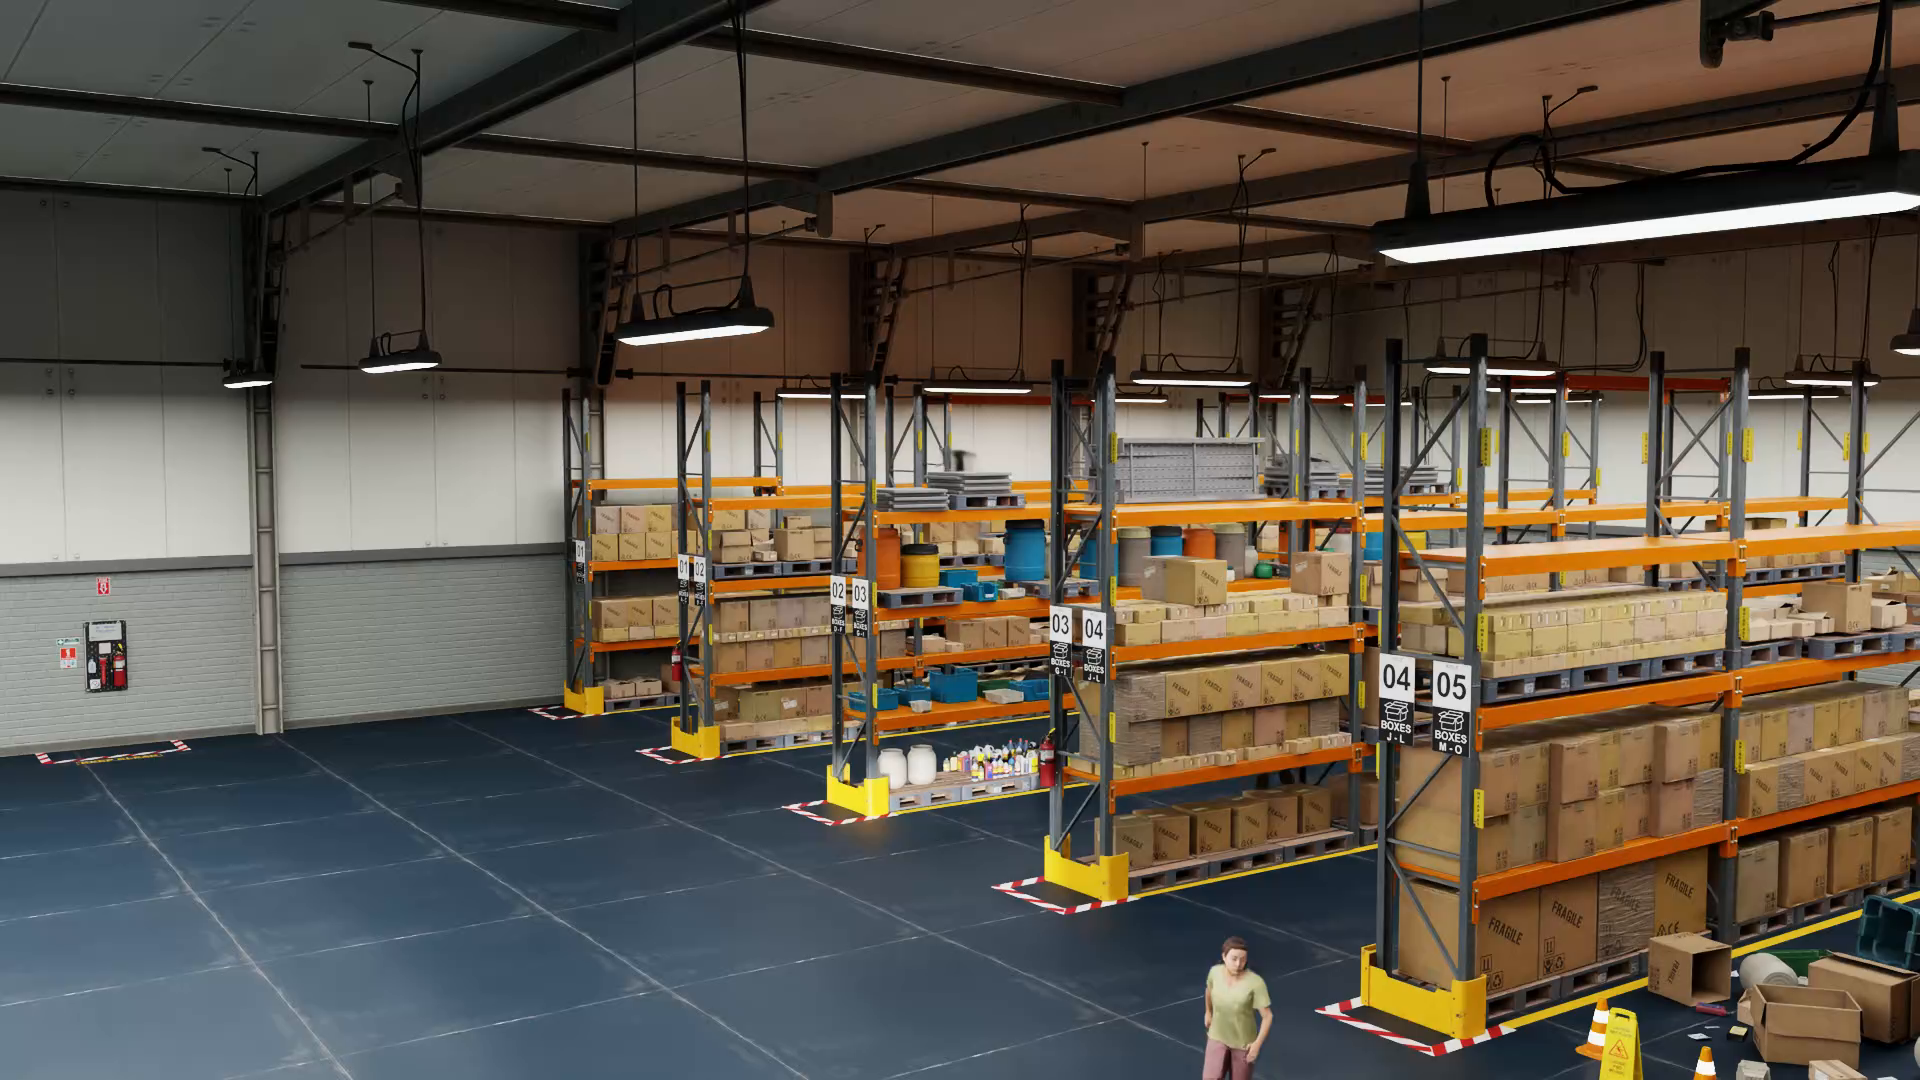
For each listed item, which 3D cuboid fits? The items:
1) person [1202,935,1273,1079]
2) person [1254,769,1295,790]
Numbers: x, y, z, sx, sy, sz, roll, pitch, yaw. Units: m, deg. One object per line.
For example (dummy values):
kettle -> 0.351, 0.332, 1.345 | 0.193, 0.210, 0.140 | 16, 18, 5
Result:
person -> 1.946, 3.584, 11.794 | 0.562, 1.612, 0.725 | 1, 4, 20
person -> 4.287, 2.800, 22.755 | 0.904, 1.733, 0.643 | -1, 4, -9
